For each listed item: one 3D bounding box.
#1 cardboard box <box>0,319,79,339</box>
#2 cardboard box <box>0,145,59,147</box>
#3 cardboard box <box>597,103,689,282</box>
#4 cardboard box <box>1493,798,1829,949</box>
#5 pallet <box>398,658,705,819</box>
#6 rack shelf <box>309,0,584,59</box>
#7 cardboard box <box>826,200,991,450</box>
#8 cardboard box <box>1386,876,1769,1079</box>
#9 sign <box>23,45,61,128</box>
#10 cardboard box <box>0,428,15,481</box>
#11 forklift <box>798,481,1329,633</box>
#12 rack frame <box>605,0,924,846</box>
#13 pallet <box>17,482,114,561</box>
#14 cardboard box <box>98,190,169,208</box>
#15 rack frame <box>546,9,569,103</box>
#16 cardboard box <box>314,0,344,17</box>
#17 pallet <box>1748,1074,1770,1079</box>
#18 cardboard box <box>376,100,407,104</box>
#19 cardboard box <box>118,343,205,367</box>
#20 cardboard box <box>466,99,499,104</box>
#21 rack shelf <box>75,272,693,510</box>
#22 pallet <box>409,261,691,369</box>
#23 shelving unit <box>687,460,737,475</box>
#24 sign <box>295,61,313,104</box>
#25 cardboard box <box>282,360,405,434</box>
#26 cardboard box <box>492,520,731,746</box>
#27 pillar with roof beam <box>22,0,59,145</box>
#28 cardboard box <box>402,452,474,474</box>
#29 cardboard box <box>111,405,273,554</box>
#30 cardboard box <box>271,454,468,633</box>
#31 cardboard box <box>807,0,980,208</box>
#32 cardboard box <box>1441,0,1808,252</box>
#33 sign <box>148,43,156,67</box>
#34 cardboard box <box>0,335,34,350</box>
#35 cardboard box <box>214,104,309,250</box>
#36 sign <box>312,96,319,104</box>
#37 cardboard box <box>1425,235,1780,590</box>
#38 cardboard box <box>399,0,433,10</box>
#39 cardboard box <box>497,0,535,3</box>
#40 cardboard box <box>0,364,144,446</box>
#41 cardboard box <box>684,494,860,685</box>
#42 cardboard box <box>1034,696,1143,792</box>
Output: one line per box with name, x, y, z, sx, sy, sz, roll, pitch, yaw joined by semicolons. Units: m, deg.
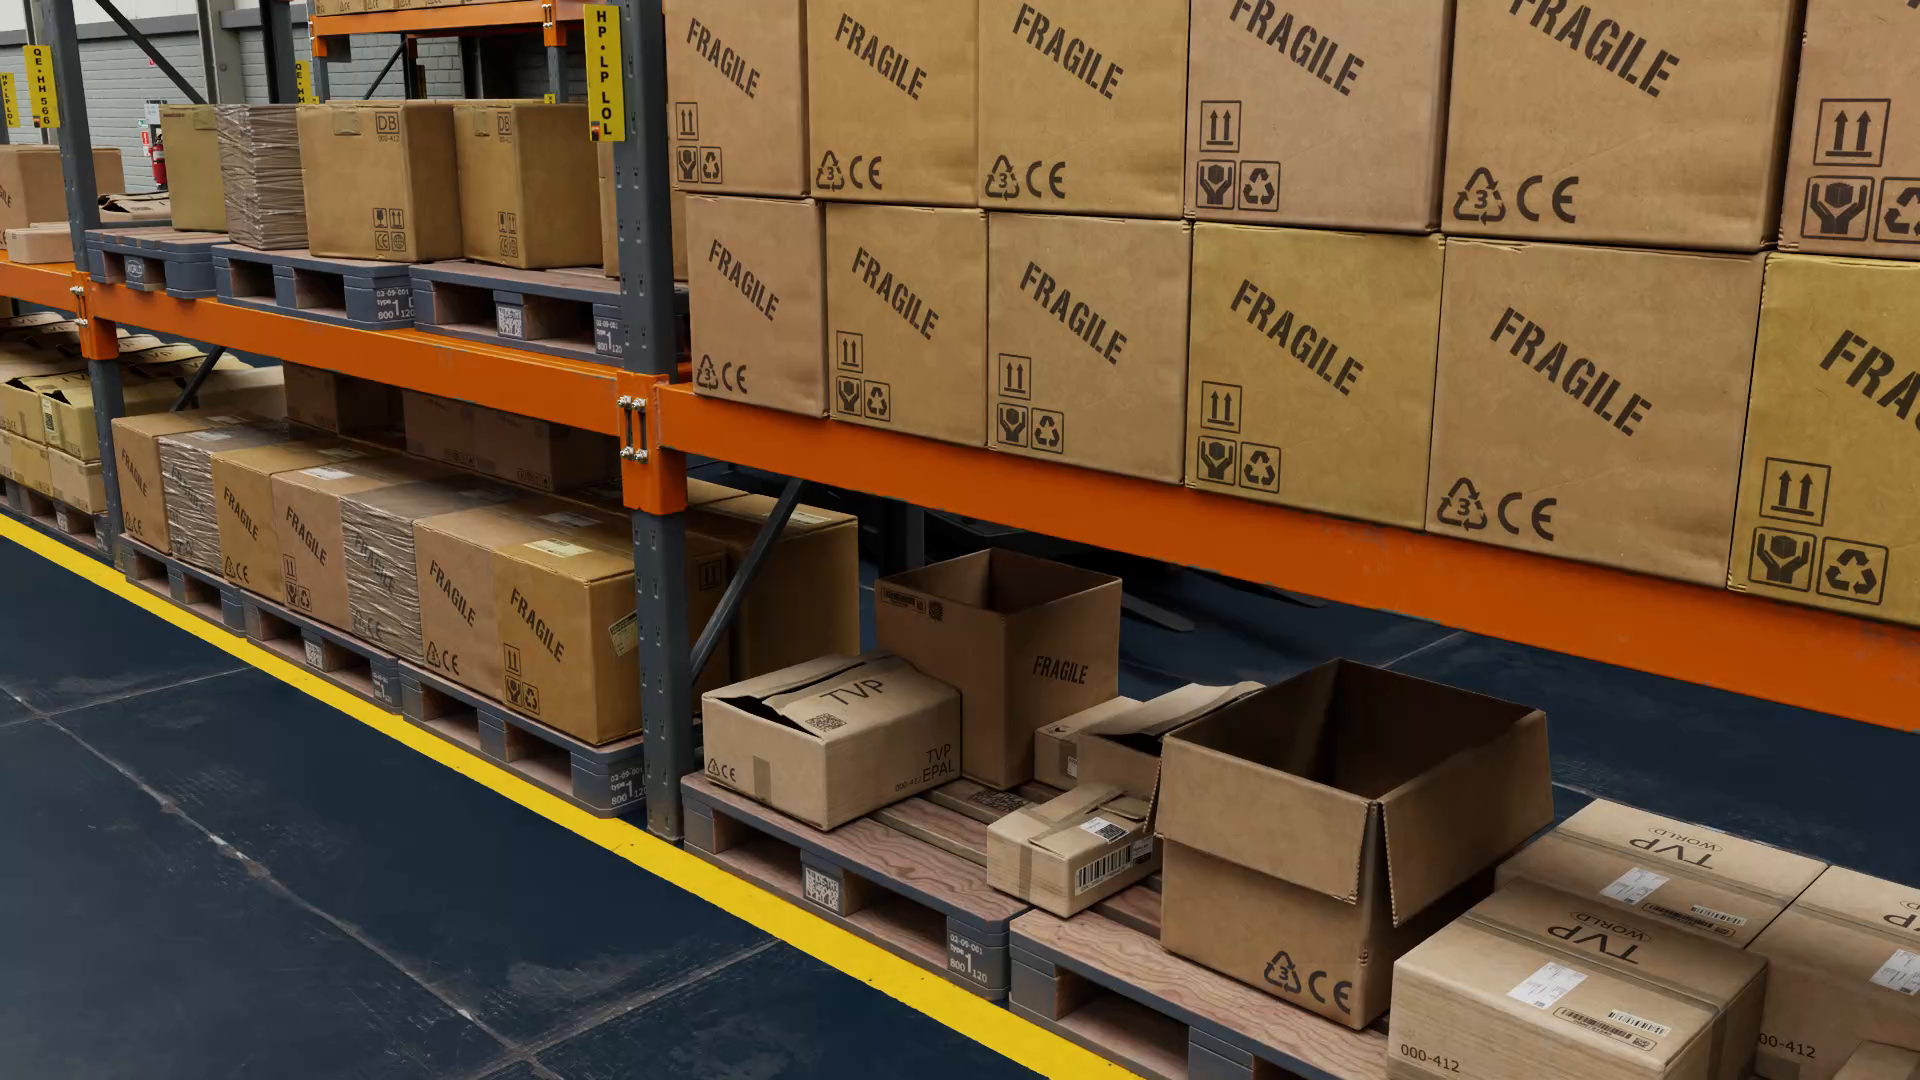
cardboard box;-5.389;-1.133;9.841;0.500;0.311;0.500;-14;20;-43
cardboard box;-4.977;-1.829;8.805;0.500;0.500;0.500;14;20;42
cardboard box;-0.685;-1.073;5.070;0.500;0.500;0.700;7;16;24
cardboard box;1.466;0.798;3.501;0.500;0.250;0.500;14;20;42
pallet;-1.111;0.516;5.533;1.213;0.211;1.003;14;20;42
rack shelf;-4.263;-4.451;14.544;4.000;0.370;1.077;14;20;42
cardboard box;0.049;-0.519;3.775;0.500;0.500;0.500;14;20;43
cardboard box;1.155;0.898;3.119;0.500;0.250;0.500;14;20;42
sign;-3.762;-1.857;6.814;0.005;0.325;0.100;14;20;42
cardboard box;-4.661;-0.497;8.509;0.500;0.250;0.500;-14;20;-43
forklift;0.336;-1.256;6.941;1.130;2.935;3.031;-8;17;-28
rack frame;-0.500;-0.698;4.662;0.127;3.000;1.000;14;20;42
pallet;-3.945;-0.200;8.280;1.213;0.211;1.003;14;20;42
cardboard box;-3.888;-1.547;8.095;0.500;0.311;0.500;13;20;42
rack frame;-2.823;-2.998;13.489;0.127;3.000;1.000;14;20;42
cardboard box;-5.635;-5.104;15.383;0.500;0.500;0.500;-14;20;-43
pallet;1.751;1.199;2.913;1.213;0.211;1.003;14;20;42
cardboard box;-4.851;-3.680;14.877;0.500;0.500;0.500;13;19;40
cardboard box;-4.302;-0.867;8.819;0.500;0.311;0.500;13;19;41
cardboard box;-3.741;-3.411;13.844;0.500;0.500;0.500;14;20;42
rack shelf;-1.939;-0.700;6.096;4.000;0.370;1.077;14;20;42
pallet;-0.999;-0.765;5.299;1.213;0.211;1.003;14;20;42
shelving unit;-1.006;-0.810;8.811;1.048;1.125;0.538;10;18;34
sign;-3.009;-2.020;7.597;0.005;0.325;0.100;14;20;42
cardboard box;-2.499;-0.634;7.014;0.500;0.250;0.500;-14;20;-42
cardboard box;-1.054;0.264;5.053;0.500;0.500;0.500;14;20;42
pillar with roof beam;-16.225;-7.954;20.612;0.400;9.000;9.100;14;20;42
cardboard box;-1.788;-0.099;6.448;0.500;0.500;0.500;13;19;40
cardboard box;-3.250;-0.270;7.103;0.500;0.500;0.500;-13;20;-42
cardboard box;-2.132;0.000;6.068;0.500;0.500;0.500;13;19;40
cardboard box;0.016;-1.006;3.664;0.500;0.500;0.500;13;19;40
cardboard box;1.128;-0.736;2.628;0.500;0.500;0.500;-14;20;-43
sign;-10.606;-6.363;21.807;0.199;0.298;0.001;14;20;42
cardboard box;-5.404;-0.946;9.120;0.500;0.311;0.500;13;19;40
cardboard box;-2.322;-1.365;6.191;0.700;0.500;0.500;-10;18;-34
sign;-6.079;-4.018;15.688;0.005;0.325;0.100;14;20;42
cardboard box;1.137;-0.254;2.759;0.500;0.500;0.500;14;20;43
cardboard box;-4.496;-4.823;14.307;0.500;0.500;0.500;-13;19;-41
cardboard box;-3.360;-4.551;13.264;0.500;0.500;0.500;-14;20;-43
cardboard box;-4.306;-0.679;8.096;0.500;0.311;0.500;13;20;41
cardboard box;-0.679;0.170;5.416;0.500;0.500;0.500;13;19;40
cardboard box;0.419;0.572;4.571;0.250;0.149;0.380;14;20;42
